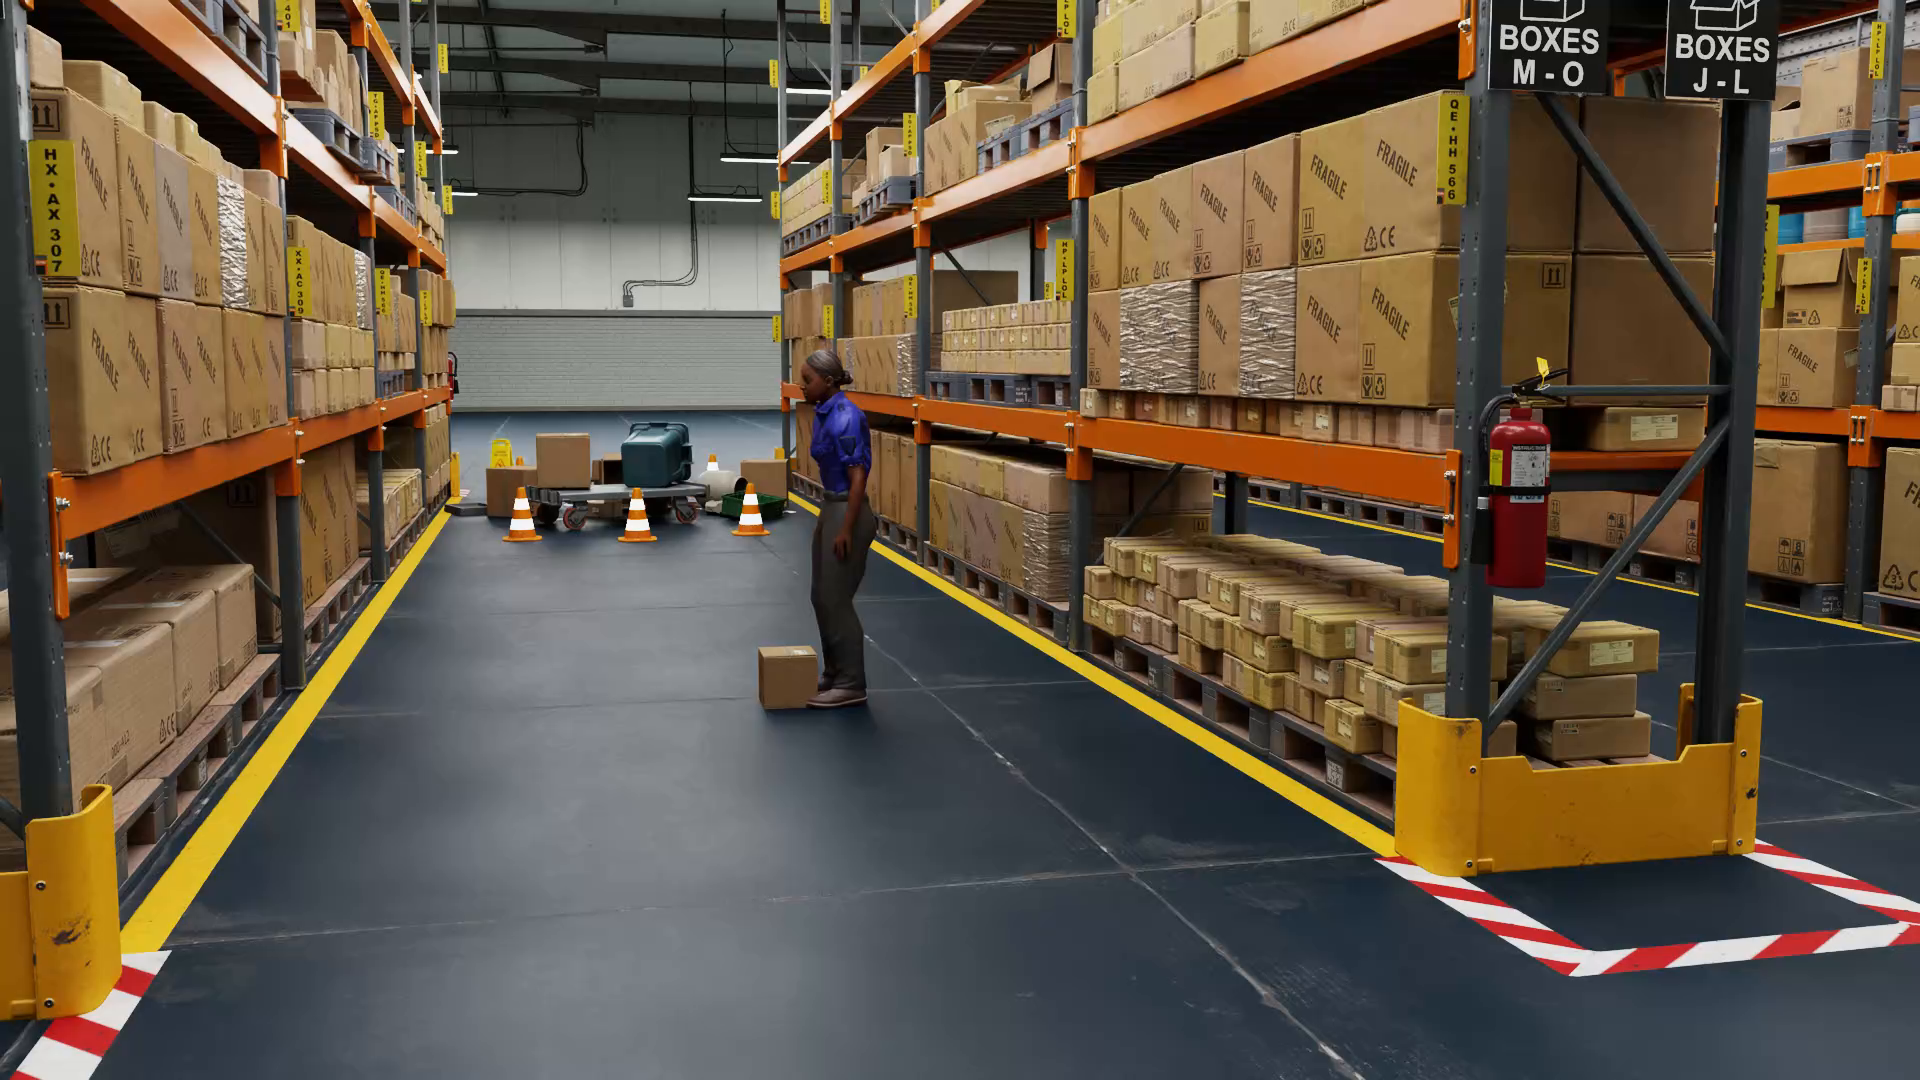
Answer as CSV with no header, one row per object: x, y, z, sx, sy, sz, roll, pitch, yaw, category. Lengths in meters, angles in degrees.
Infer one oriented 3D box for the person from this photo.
-0.581,-0.062,7.775,0.352,1.654,0.530,-2,7,-17,person
